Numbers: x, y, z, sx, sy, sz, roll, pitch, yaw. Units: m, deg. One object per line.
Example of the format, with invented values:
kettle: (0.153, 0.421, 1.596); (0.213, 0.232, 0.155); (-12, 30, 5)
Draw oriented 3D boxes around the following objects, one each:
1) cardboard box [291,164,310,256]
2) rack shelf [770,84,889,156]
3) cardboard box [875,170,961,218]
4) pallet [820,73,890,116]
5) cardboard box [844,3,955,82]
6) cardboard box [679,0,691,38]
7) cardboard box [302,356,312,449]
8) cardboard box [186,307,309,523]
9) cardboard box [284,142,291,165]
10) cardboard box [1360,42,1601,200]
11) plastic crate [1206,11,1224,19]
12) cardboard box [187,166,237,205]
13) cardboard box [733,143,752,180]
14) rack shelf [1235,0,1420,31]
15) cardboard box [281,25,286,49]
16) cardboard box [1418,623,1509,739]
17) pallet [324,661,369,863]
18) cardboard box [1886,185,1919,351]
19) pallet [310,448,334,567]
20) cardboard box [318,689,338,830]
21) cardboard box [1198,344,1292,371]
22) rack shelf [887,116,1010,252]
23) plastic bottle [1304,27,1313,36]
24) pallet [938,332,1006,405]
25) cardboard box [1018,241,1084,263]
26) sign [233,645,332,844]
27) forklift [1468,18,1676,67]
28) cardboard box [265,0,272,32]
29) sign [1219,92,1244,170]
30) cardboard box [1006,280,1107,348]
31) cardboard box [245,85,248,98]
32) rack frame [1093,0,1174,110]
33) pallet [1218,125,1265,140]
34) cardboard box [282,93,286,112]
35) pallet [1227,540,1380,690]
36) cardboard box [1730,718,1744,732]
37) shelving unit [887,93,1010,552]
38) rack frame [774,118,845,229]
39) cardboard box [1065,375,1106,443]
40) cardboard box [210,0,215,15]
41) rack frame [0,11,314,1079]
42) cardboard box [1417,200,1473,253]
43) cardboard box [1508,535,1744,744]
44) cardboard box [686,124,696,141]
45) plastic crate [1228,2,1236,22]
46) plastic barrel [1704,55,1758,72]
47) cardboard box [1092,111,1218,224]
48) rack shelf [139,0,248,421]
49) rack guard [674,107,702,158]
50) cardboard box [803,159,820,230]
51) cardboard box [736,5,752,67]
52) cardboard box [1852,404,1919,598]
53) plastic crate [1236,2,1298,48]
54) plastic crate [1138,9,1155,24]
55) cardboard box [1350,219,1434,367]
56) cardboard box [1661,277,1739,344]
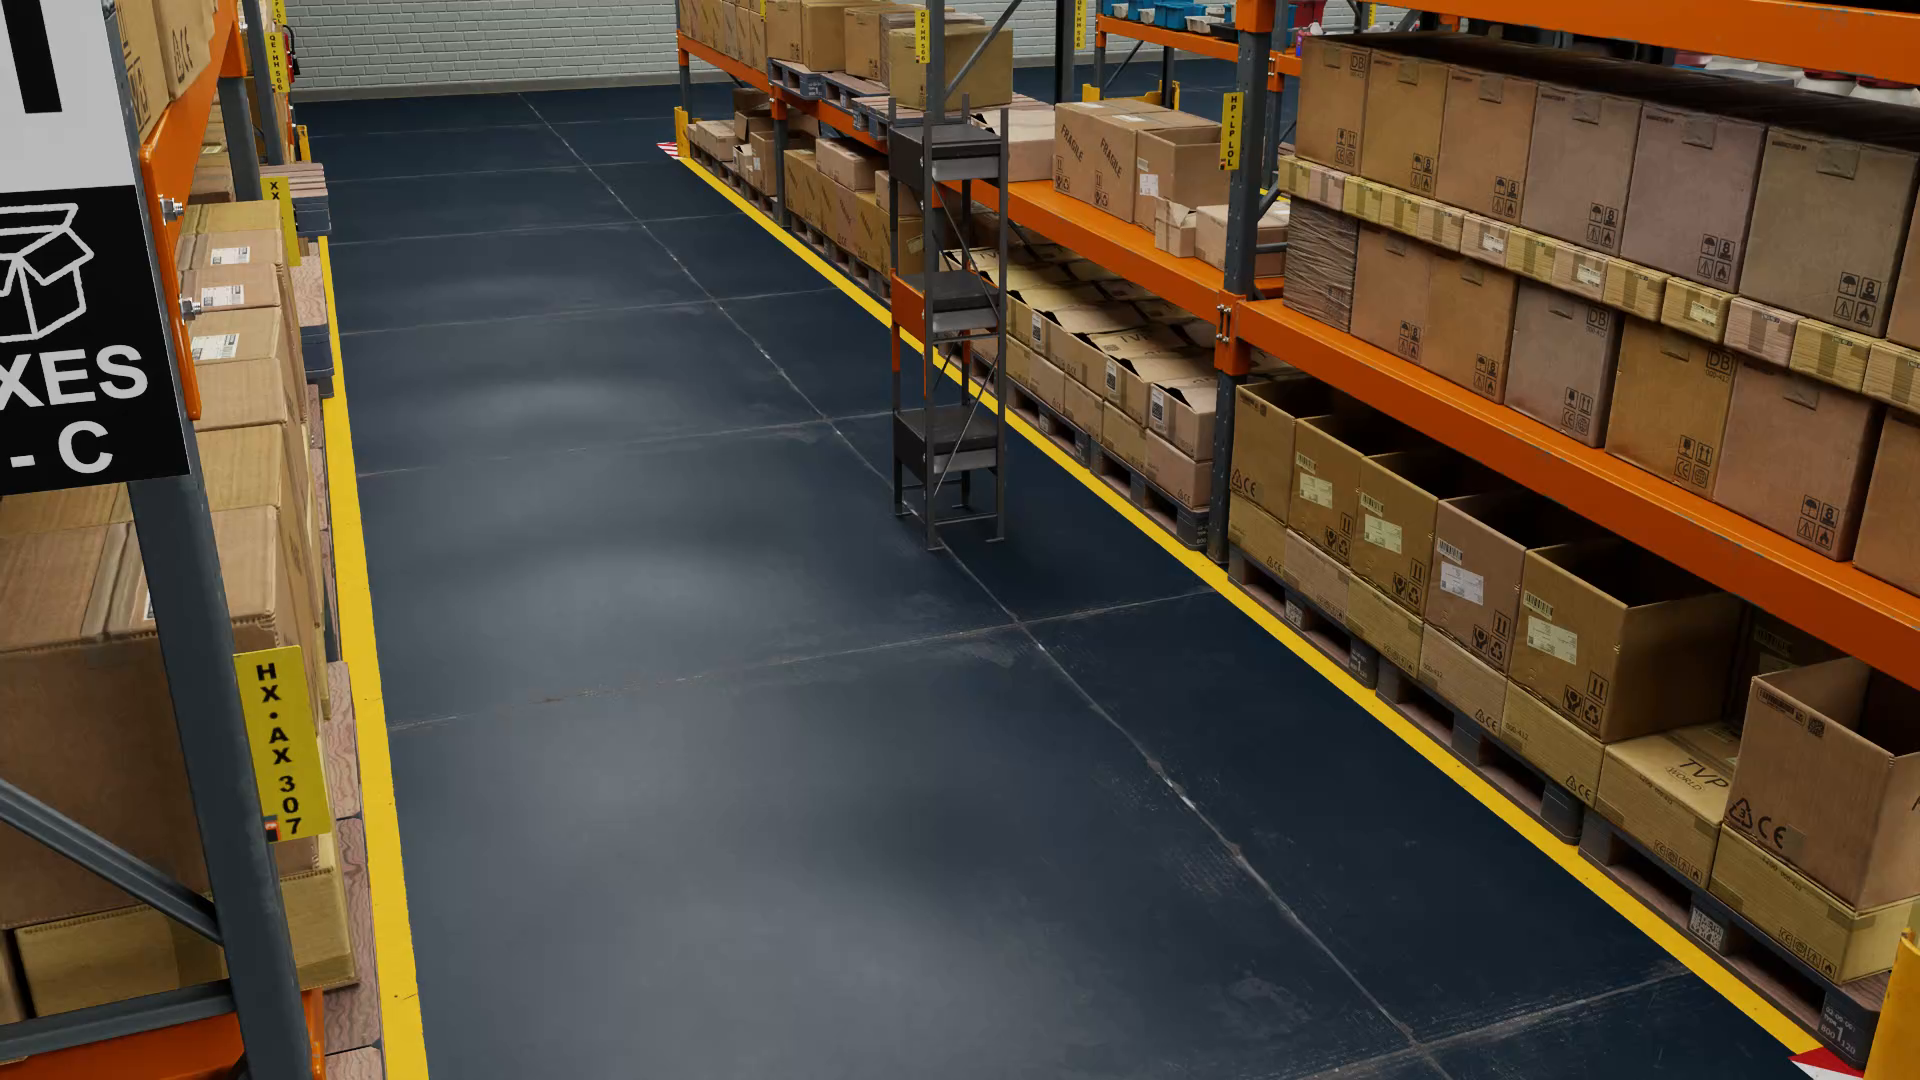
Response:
cardboard box: (-5.110, -2.235, 11.917); (0.750, 0.750, 0.750); (-8, 24, -17)
rack shelf: (-0.439, -3.196, 12.896); (1.077, 0.370, 4.000); (-8, 24, -19)
cardboard box: (-0.306, -2.524, 12.064); (0.500, 0.250, 0.500); (-7, 24, -17)
pallet: (-0.424, -3.418, 12.745); (1.003, 0.211, 1.213); (-8, 24, -19)
cardboard box: (-0.463, -3.860, 12.877); (0.700, 0.500, 0.500); (-15, 27, -32)
cardboard box: (-2.648, -5.556, 17.441); (0.500, 0.500, 0.500); (-8, 24, -18)
cardboard box: (-2.501, -0.476, 5.684); (0.500, 0.250, 0.500); (-8, 24, -19)
cardboard box: (-1.962, -0.268, 4.227); (0.500, 0.500, 0.500); (-8, 24, -17)
cardboard box: (-4.360, -2.365, 10.297); (0.380, 0.149, 0.250); (-8, 24, -17)
cardboard box: (2.023, -1.647, 6.497); (0.700, 0.500, 0.500); (-8, 24, -19)
plastic crate: (2.866, -5.710, 18.198); (0.298, 0.136, 0.250); (-8, 24, -19)
cardboard box: (-3.100, -1.104, 6.313); (0.700, 0.500, 0.500); (-8, 24, -19)
cardboard box: (-1.877, -3.658, 15.963); (0.500, 0.311, 0.500); (-8, 24, -19)
rack shelf: (0.974, -3.125, 8.865); (1.077, 0.370, 4.000); (-8, 24, -19)
cardboard box: (-7.002, -4.981, 15.818); (0.980, 0.700, 0.700); (-7, 24, -17)
cardboard box: (2.087, 0.482, 6.243); (0.500, 0.250, 0.500); (-8, 24, -19)
pallet: (-2.682, 0.858, 5.942); (1.003, 0.211, 1.213); (-8, 24, -19)
cardboard box: (2.922, -0.728, 4.316); (0.700, 0.500, 0.500); (-8, 24, -19)
pallet: (-3.663, -0.108, 8.234); (1.003, 0.211, 1.213); (-8, 24, -19)
cardboard box: (-1.611, 0.440, 3.512); (0.500, 0.250, 0.500); (-9, 25, -21)
cardboard box: (1.596, -0.899, 8.798); (0.500, 0.311, 0.500); (-9, 24, -20)
rack shelf: (-0.058, -1.660, 7.718); (0.431, 0.518, 0.480); (-8, 24, -19)
plastic bottle: (3.268, -4.638, 15.543); (0.061, 0.283, 0.133); (-8, 24, -19)
pallet: (0.522, -1.211, 10.851); (1.003, 0.211, 1.213); (-8, 24, -19)
cardboard box: (0.683, -1.829, 11.004); (0.500, 0.311, 0.500); (-8, 24, -18)
sign: (-1.032, 0.314, 2.528); (0.100, 0.325, 0.005); (-8, 24, -19)
forklift: (3.247, -2.182, 9.653); (1.130, 2.935, 3.031); (-5, 23, -12)
cardboard box: (-5.022, -3.604, 11.435); (0.500, 0.250, 0.500); (-8, 24, -18)
sign: (1.177, -1.766, 7.189); (0.100, 0.325, 0.005); (-8, 24, -19)
cardboard box: (0.550, -1.379, 9.938); (0.500, 0.311, 0.500); (-9, 24, -20)
cardboard box: (-4.190, -2.199, 8.910); (0.700, 0.500, 0.500); (-11, 25, -25)
rack frame: (2.077, -6.386, 19.538); (1.000, 3.000, 0.127); (-8, 24, -19)
pallet: (2.759, -4.353, 18.306); (1.003, 0.211, 1.213); (-8, 24, -19)
cardboard box: (-4.839, -3.084, 11.166); (0.500, 0.500, 0.500); (-8, 24, -17)
pallet: (1.923, 0.233, 7.426); (1.003, 0.211, 1.213); (-8, 24, -19)
cardboard box: (2.932, 0.773, 5.553); (0.500, 0.250, 0.500); (-8, 24, -19)
shelving unit: (-0.058, -1.028, 7.985); (0.431, 2.100, 0.503); (-8, 24, -19)
rack frame: (-1.145, -4.254, 14.481); (1.000, 3.000, 0.127); (-8, 24, -19)
cardboard box: (0.905, -0.754, 9.177); (0.500, 0.250, 0.500); (-8, 24, -18)
cardboard box: (-1.976, -1.386, 3.659); (0.500, 0.500, 0.500); (-7, 24, -16)
rack frame: (-1.539, 0.787, 2.520); (1.000, 3.000, 0.127); (-8, 24, -19)
cardboard box: (1.957, -1.197, 6.264); (0.380, 0.149, 0.250); (-9, 25, -21)
cardboard box: (2.259, 0.319, 5.665); (0.500, 0.500, 0.500); (-8, 24, -19)
cardboard box: (-2.732, -4.397, 17.924); (0.380, 0.149, 0.250); (-8, 24, -19)
plastic crate: (3.123, -5.485, 17.478); (0.437, 0.282, 0.530); (-8, 24, -19)
plastic barrel: (5.466, -3.186, 11.803); (0.421, 0.512, 0.421); (0, 23, 0)
cardboard box: (1.062, -2.048, 9.118); (0.500, 0.500, 0.500); (-8, 24, -19)
rack shelf: (-2.246, -0.990, 3.801); (1.077, 0.370, 4.000); (-8, 24, -19)
rack guard: (-2.532, -4.528, 18.349); (1.175, 0.500, 0.348); (-8, 24, -19)
cardboard box: (-1.004, -2.903, 13.928); (0.500, 0.500, 0.500); (-8, 24, -18)
cardboard box: (-1.745, -4.633, 15.253); (0.500, 0.500, 0.500); (-8, 24, -17)
cardboard box: (2.941, -0.111, 4.523); (0.700, 0.500, 0.500); (-8, 24, -19)
plastic crate: (3.006, -5.075, 16.373); (0.392, 0.384, 0.575); (-8, 24, -19)
plastic crate: (2.132, -5.782, 18.369); (0.250, 0.136, 0.298); (-8, 24, -19)
cardboard box: (2.036, -1.042, 6.731); (0.700, 0.500, 0.500); (-9, 24, -20)
cardboard box: (2.416, -0.726, 5.147); (0.380, 0.149, 0.250); (-8, 24, -17)
